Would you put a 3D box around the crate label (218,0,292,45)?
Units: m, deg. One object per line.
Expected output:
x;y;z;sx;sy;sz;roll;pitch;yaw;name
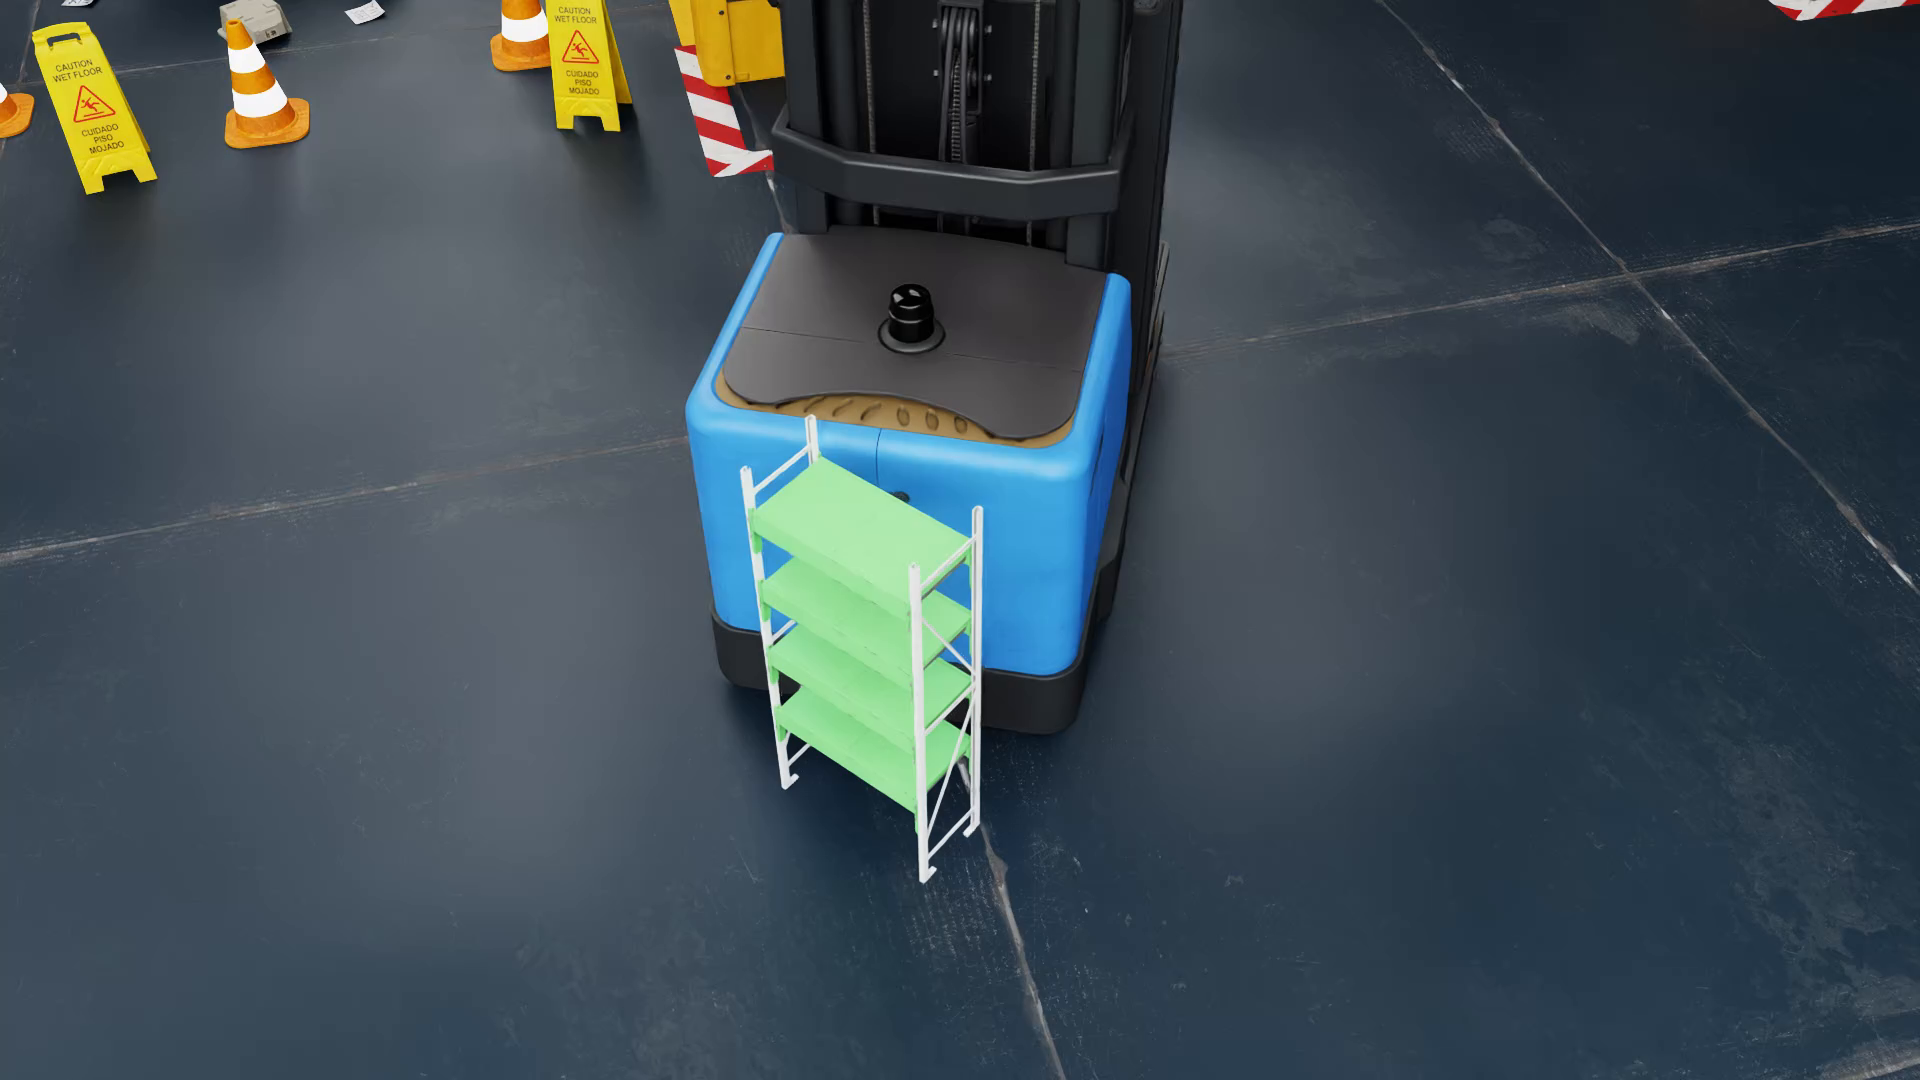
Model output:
-3.153;-2.318;7.425;0.250;0.136;0.298;-35;55;-30;crate label

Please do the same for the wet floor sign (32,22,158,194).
-3.387;-1.708;6.472;0.267;0.644;0.232;-18;48;-17;wet floor sign

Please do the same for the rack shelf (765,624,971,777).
-0.220;0.350;4.156;0.480;0.148;0.258;29;53;26;rack shelf

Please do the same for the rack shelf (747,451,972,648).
-0.221;0.015;3.812;0.480;0.148;0.258;29;53;26;rack shelf

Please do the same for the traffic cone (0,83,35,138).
-4.072;-1.928;6.816;0.336;0.463;0.334;-11;47;-10;traffic cone

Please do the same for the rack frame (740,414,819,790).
-0.412;0.198;4.215;0.015;1.200;0.240;29;53;26;rack frame

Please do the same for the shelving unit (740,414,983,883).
-0.220;0.305;4.110;0.503;1.200;0.258;29;53;26;shelving unit

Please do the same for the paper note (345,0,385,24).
-2.715;-2.414;7.595;0.148;0.019;0.142;-26;51;-24;paper note

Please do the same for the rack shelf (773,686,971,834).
-0.219;0.518;4.328;0.480;0.148;0.258;29;53;26;rack shelf

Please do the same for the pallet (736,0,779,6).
-0.742;-2.809;7.855;1.003;0.211;1.213;-11;47;-10;pallet

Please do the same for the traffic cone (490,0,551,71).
-1.906;-2.338;7.217;0.336;0.463;0.334;-11;47;-10;traffic cone

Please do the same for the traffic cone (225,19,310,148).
-2.892;-1.900;6.788;0.336;0.463;0.334;-11;47;-10;traffic cone

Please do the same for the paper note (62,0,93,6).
-4.058;-2.514;7.694;0.144;0.017;0.142;4;46;4;paper note

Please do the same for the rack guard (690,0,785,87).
-0.569;-2.342;7.195;1.175;0.500;0.348;-11;47;-10;rack guard

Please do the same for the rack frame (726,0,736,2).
-0.549;-3.165;6.251;1.000;3.000;0.127;-11;47;-10;rack frame

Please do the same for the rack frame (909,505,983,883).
-0.028;0.413;4.005;0.015;1.200;0.240;29;53;26;rack frame

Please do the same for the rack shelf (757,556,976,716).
-0.220;0.183;3.984;0.480;0.148;0.258;29;53;26;rack shelf

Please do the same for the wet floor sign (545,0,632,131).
-1.535;-2.014;6.772;0.267;0.644;0.232;4;46;4;wet floor sign

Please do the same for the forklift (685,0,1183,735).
0.103;-1.555;4.722;1.130;2.935;3.031;8;46;8;forklift
